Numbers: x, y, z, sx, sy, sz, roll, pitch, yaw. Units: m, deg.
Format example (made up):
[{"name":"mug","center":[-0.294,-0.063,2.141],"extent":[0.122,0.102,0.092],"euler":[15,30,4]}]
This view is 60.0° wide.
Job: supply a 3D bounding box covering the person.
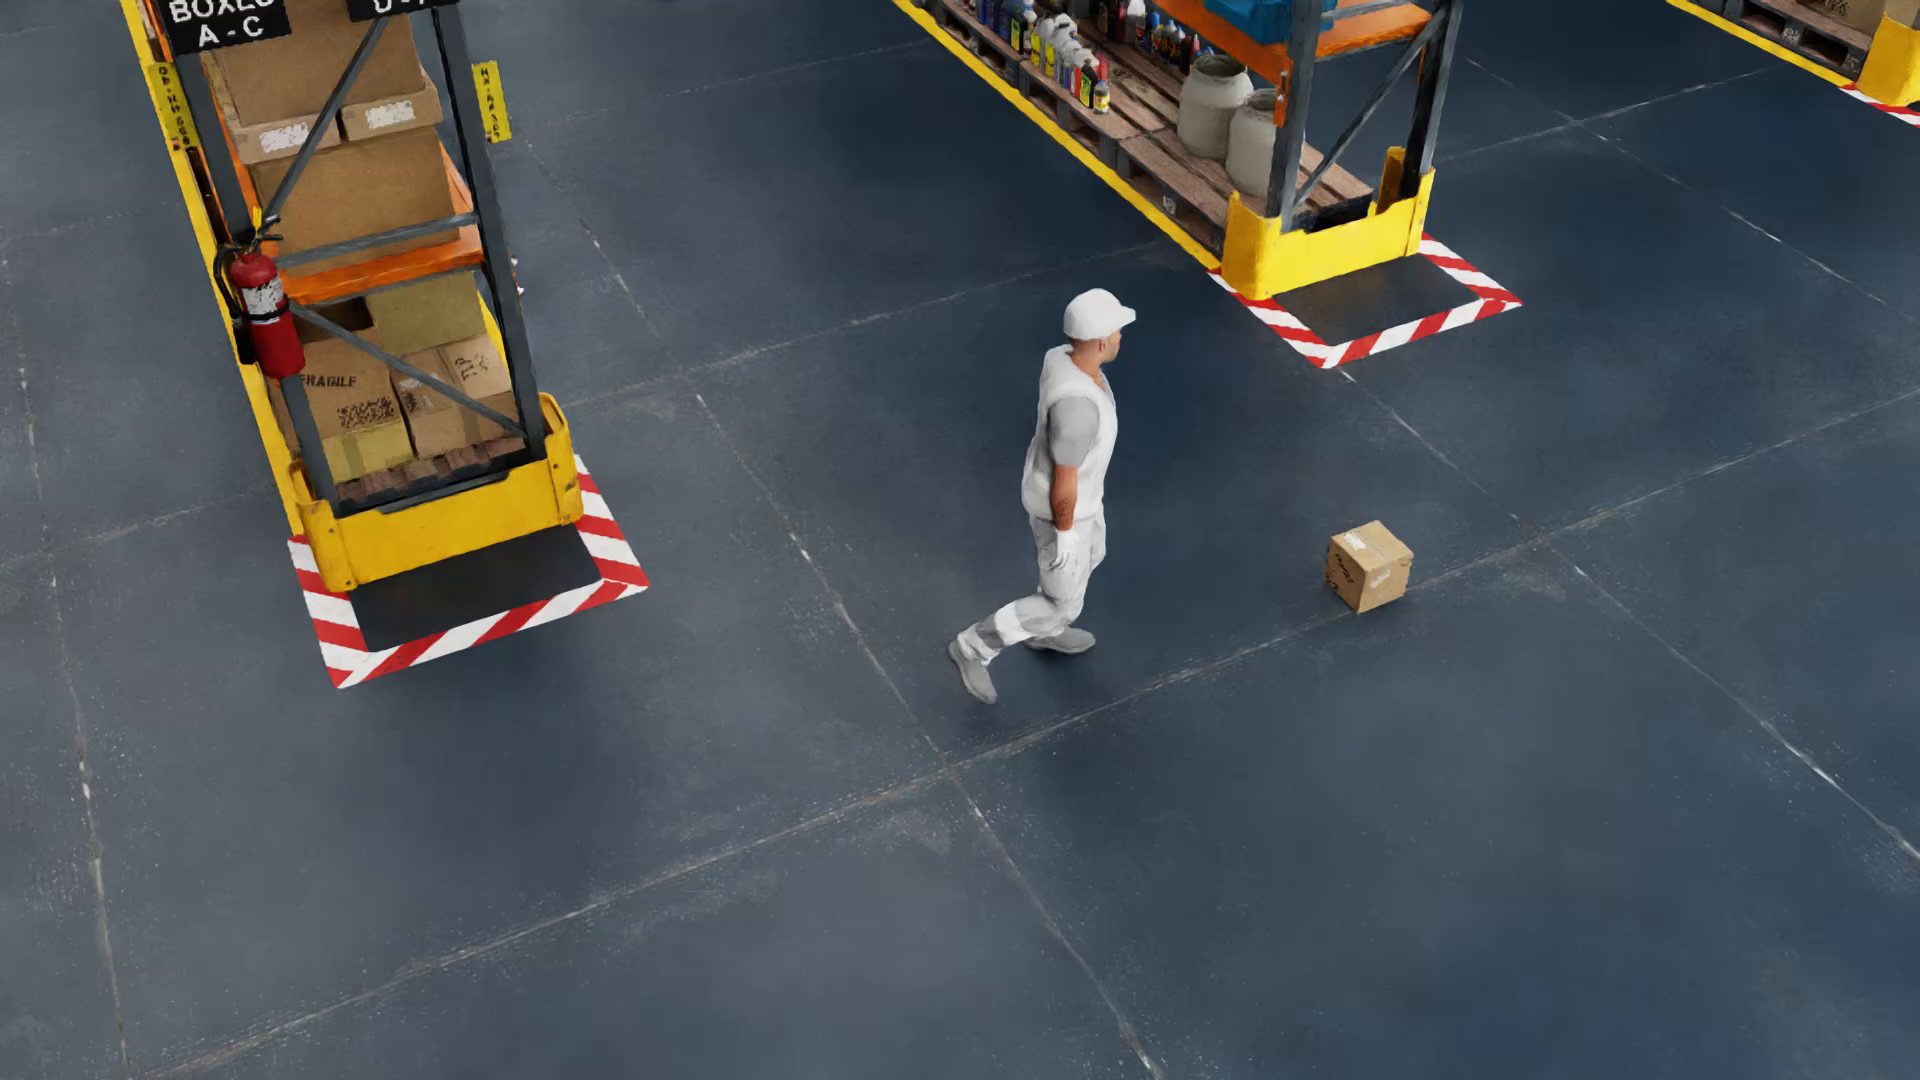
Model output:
[{"name":"person","center":[0.287,-0.145,6.326],"extent":[0.649,1.741,0.692],"euler":[5,41,5]}]
